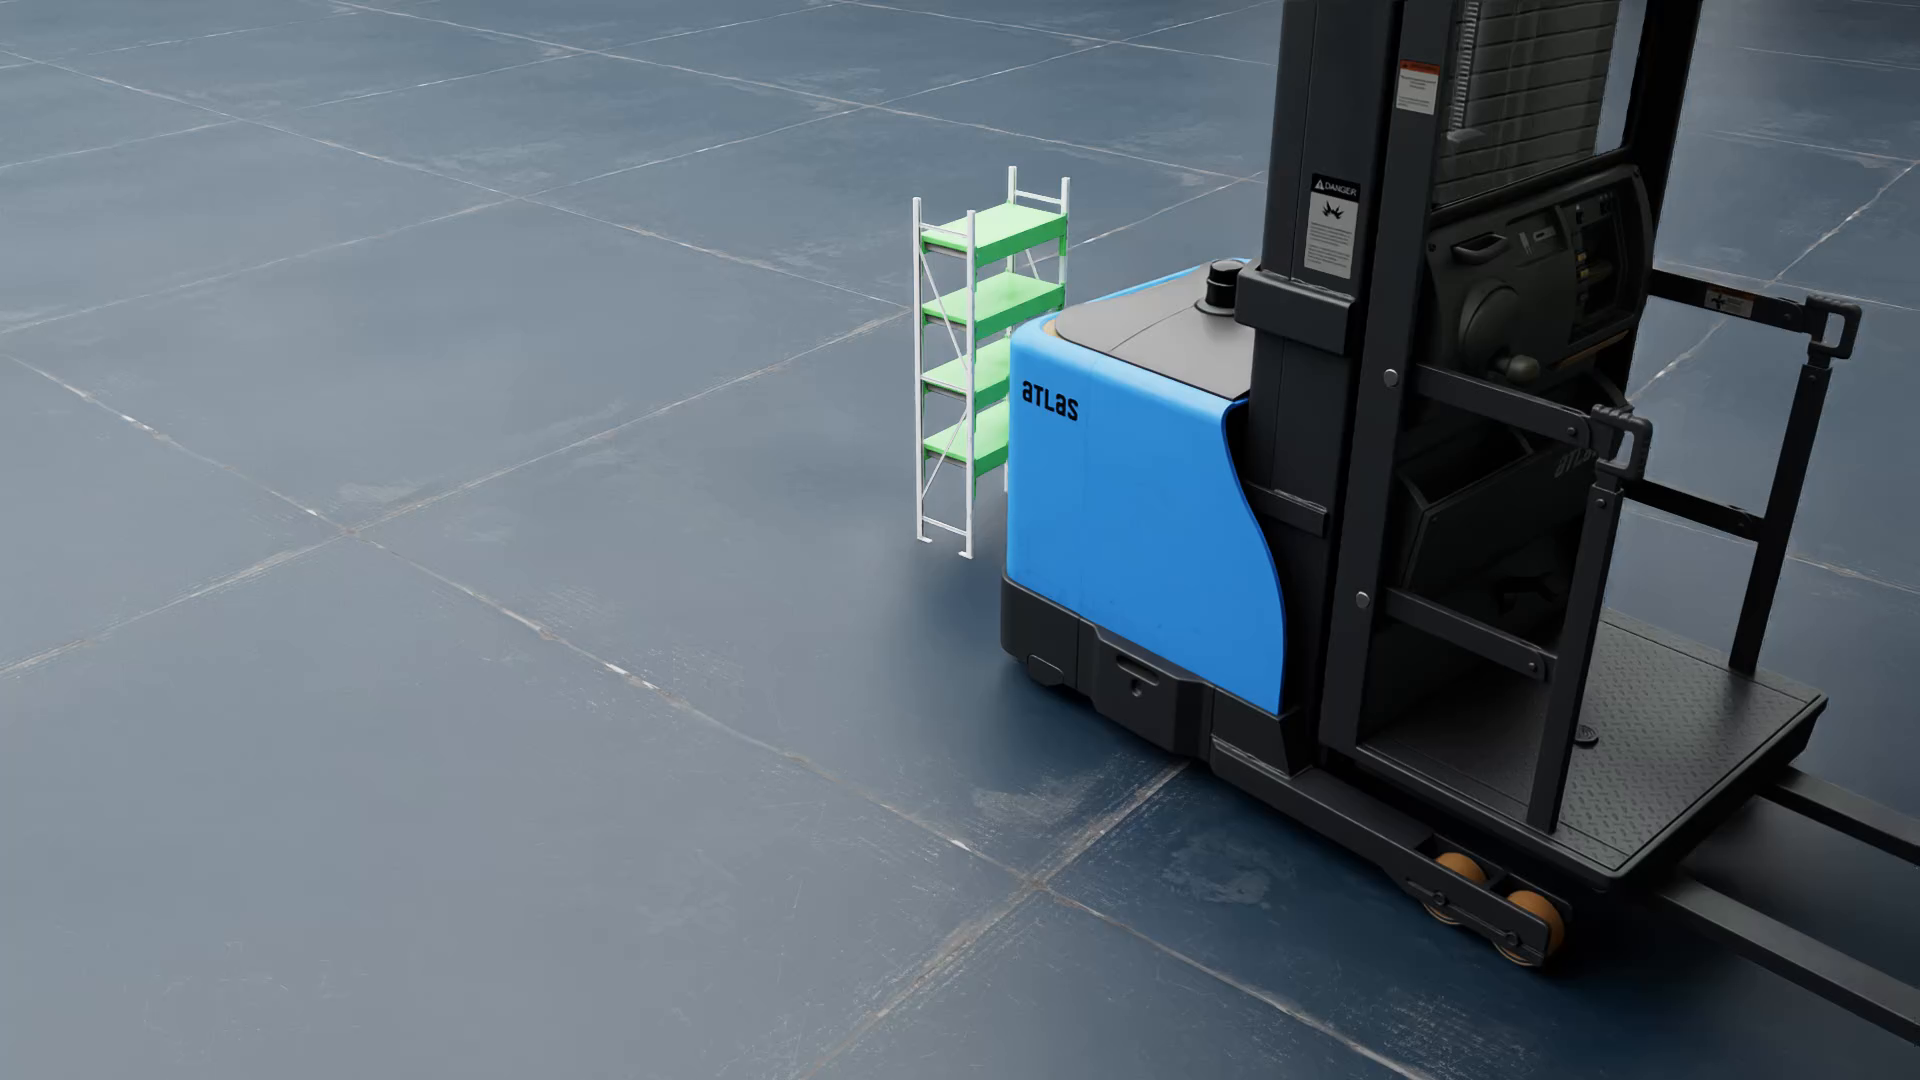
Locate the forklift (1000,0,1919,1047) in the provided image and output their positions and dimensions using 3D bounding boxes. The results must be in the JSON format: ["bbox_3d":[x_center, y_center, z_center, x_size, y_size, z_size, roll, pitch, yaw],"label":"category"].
[{"bbox_3d":[1.487,-0.585,3.691,1.130,2.935,3.031,-23,35,-37],"label":"forklift"}]

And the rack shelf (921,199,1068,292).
[{"bbox_3d":[0.105,-0.961,5.397,0.258,0.148,0.480,21,34,34],"label":"rack shelf"}]

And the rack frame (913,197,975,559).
[{"bbox_3d":[-0.050,-0.505,5.421,0.240,1.200,0.015,21,34,34],"label":"rack frame"}]

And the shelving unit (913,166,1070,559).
[{"bbox_3d":[0.105,-0.592,5.588,0.258,1.200,0.503,21,34,34],"label":"shelving unit"}]

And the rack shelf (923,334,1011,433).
[{"bbox_3d":[0.105,-0.535,5.617,0.258,0.148,0.480,21,34,34],"label":"rack shelf"}]

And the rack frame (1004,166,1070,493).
[{"bbox_3d":[0.260,-0.678,5.755,0.240,1.200,0.015,21,34,34],"label":"rack frame"}]

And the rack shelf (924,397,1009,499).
[{"bbox_3d":[0.105,-0.322,5.727,0.258,0.148,0.480,21,34,34],"label":"rack shelf"}]

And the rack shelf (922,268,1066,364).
[{"bbox_3d":[0.105,-0.748,5.507,0.258,0.148,0.480,21,34,34],"label":"rack shelf"}]
